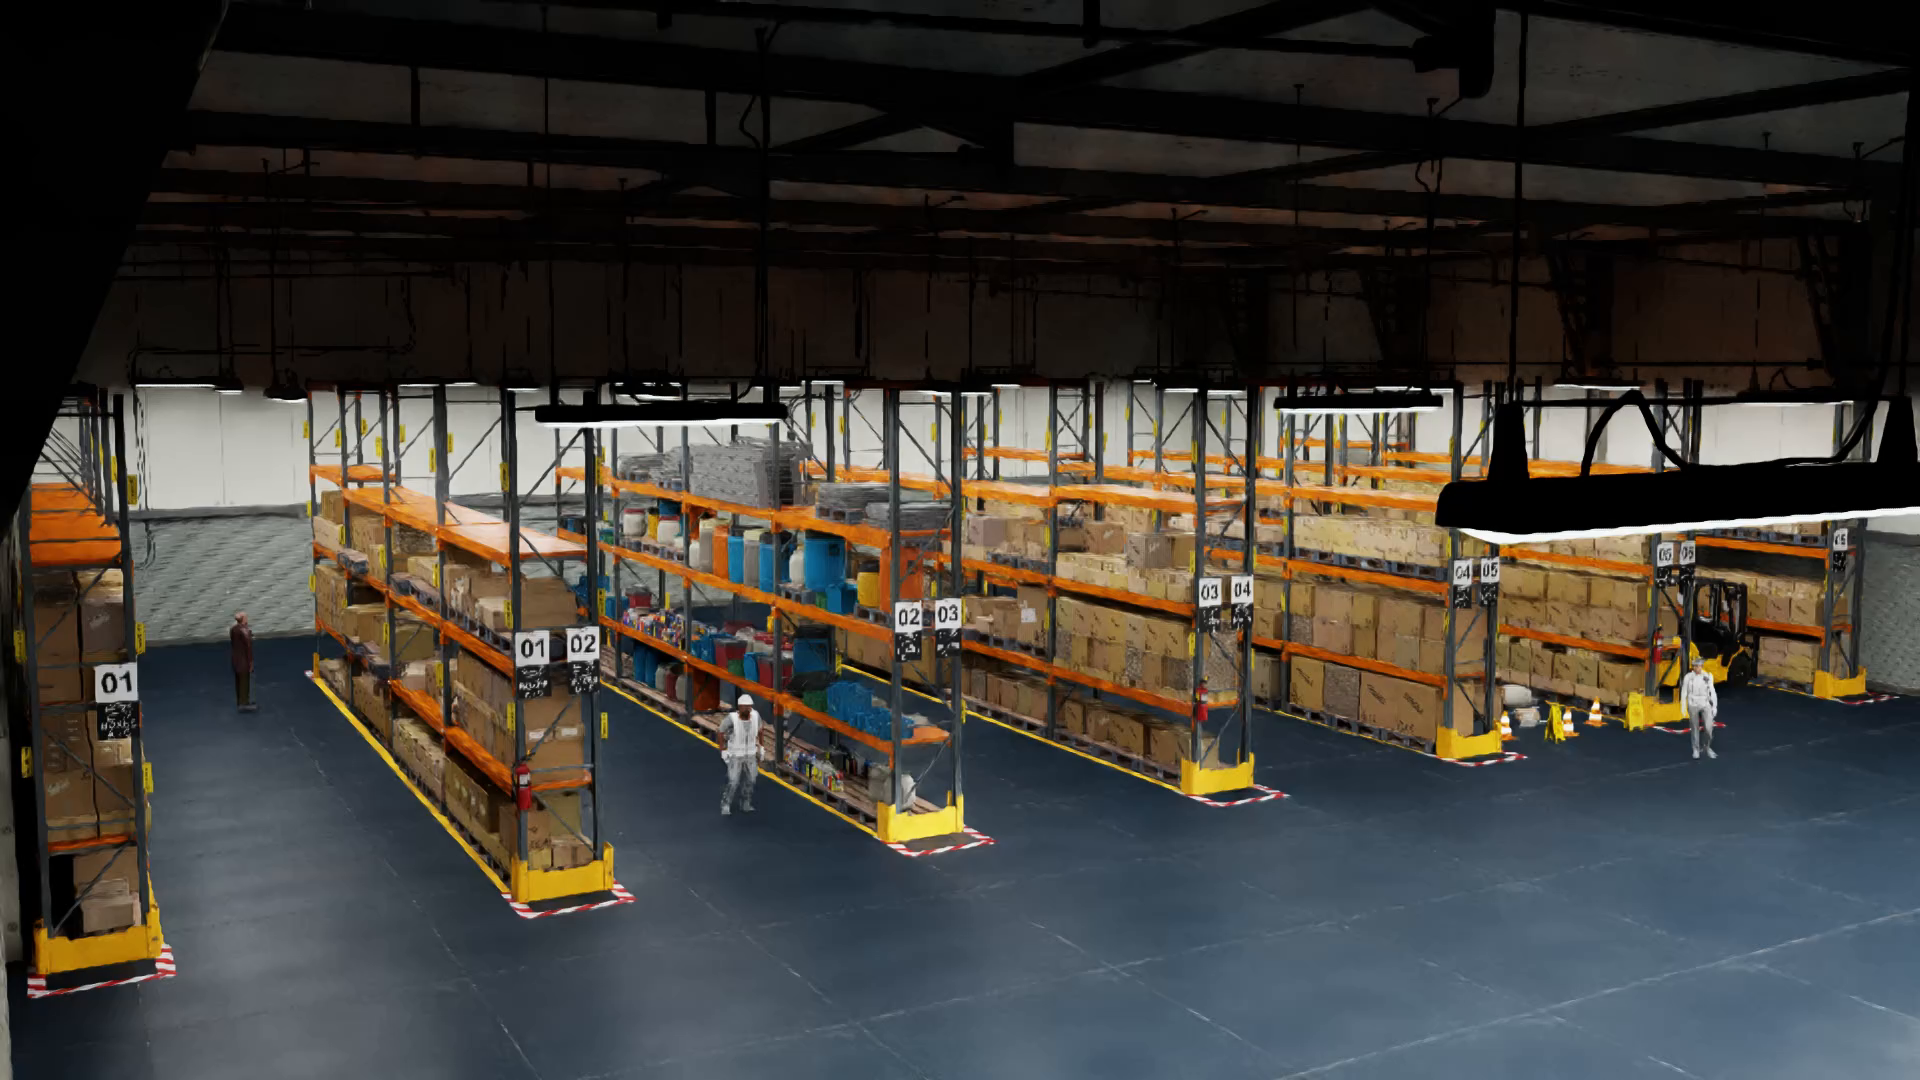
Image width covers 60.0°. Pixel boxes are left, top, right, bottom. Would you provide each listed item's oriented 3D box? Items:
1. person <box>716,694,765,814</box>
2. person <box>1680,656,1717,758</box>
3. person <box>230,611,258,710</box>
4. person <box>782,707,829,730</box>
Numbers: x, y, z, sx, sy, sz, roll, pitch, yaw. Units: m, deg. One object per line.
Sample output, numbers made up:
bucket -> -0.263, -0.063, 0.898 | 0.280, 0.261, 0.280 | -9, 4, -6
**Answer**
person -> -3.061, 2.999, 23.327 | 0.702, 1.735, 0.549 | -4, 7, -31
person -> 11.847, 2.670, 26.635 | 0.576, 1.658, 0.412 | 3, 7, 23
person -> -13.099, 2.238, 30.480 | 0.646, 1.678, 0.522 | 5, 8, 38
person -> -2.700, 2.427, 28.597 | 0.845, 1.714, 0.684 | 6, 9, 44
